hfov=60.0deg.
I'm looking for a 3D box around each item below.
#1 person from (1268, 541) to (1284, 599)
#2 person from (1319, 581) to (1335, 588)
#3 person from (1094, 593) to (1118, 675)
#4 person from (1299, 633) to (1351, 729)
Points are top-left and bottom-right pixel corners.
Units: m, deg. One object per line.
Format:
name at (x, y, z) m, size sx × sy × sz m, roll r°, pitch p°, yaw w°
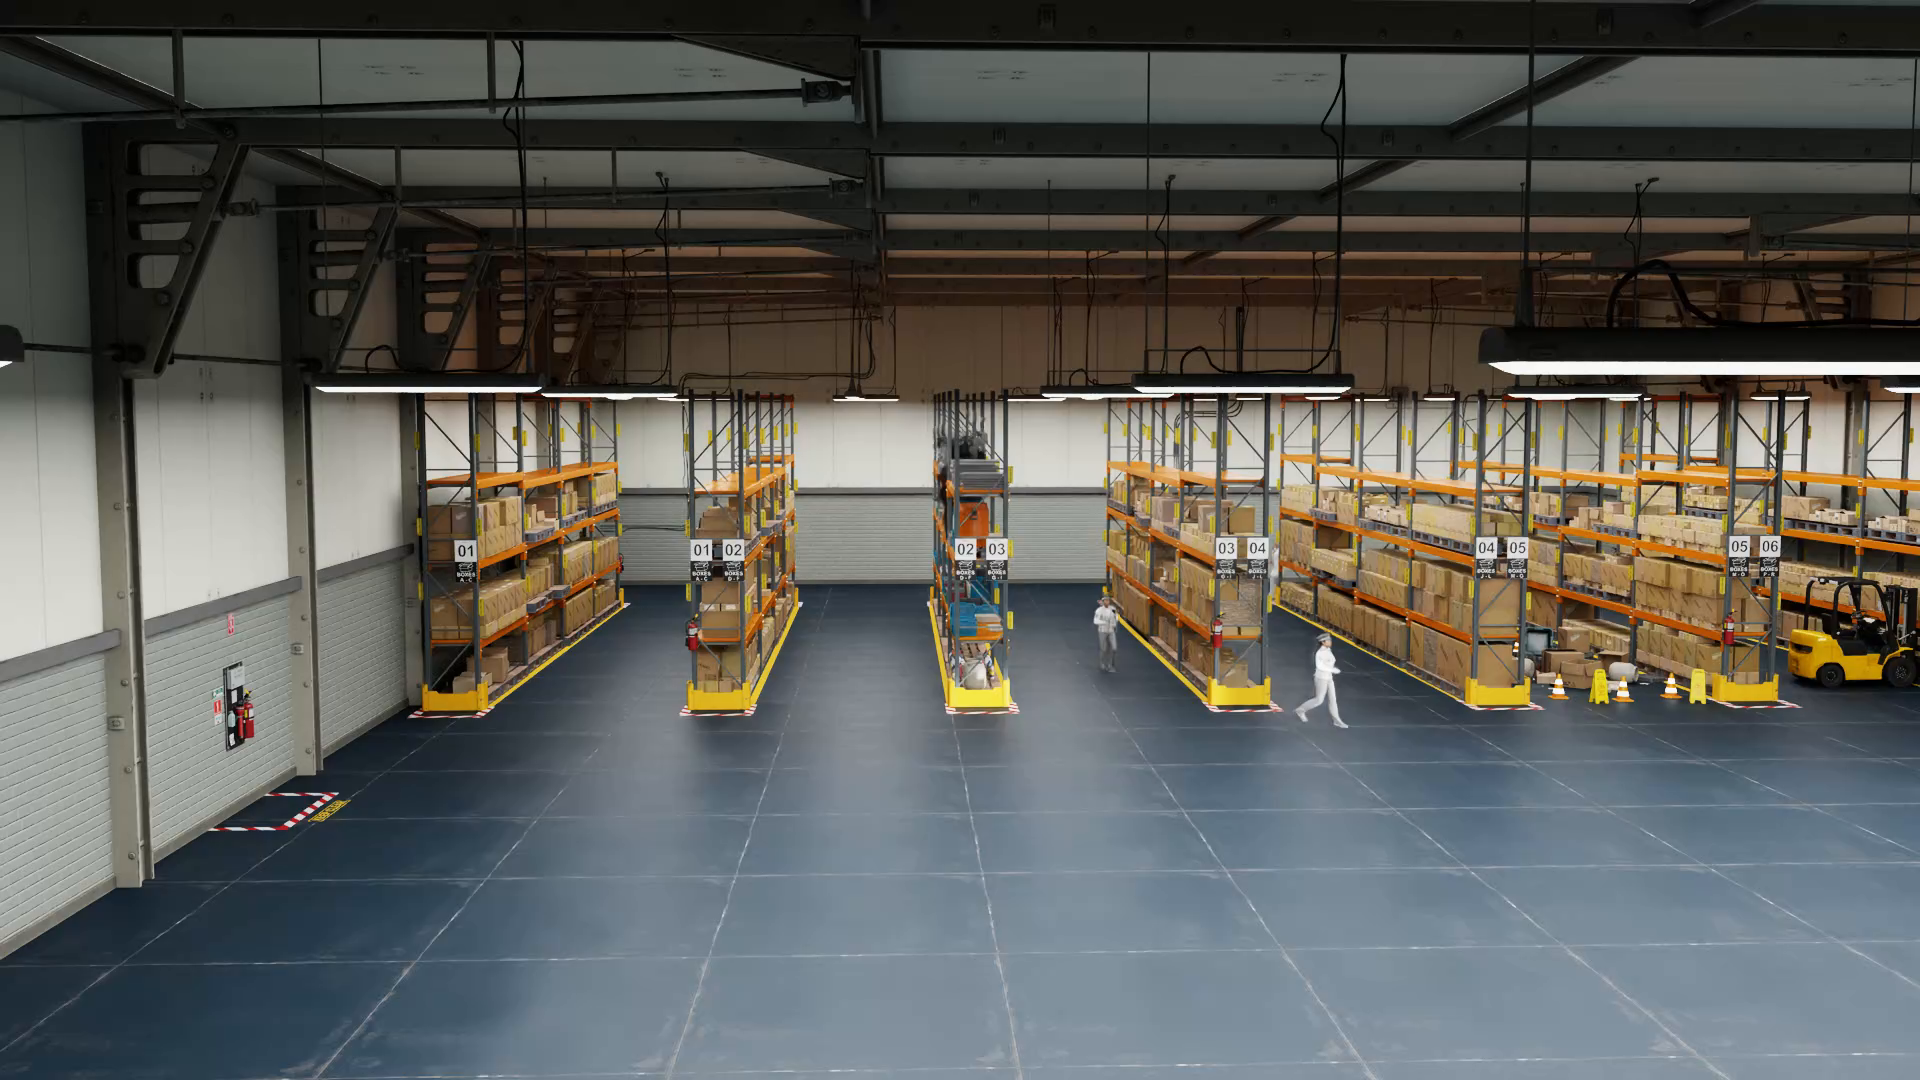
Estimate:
person at (9.379, 0.888, 48.911) m, size 0.796 × 1.771 × 0.765 m, roll -1°, pitch 5°, yaw -18°
person at (10.669, 0.897, 48.602) m, size 0.714 × 1.724 × 0.889 m, roll -3°, pitch 6°, yaw -36°
person at (3.138, 2.001, 35.415) m, size 0.594 × 1.748 × 0.753 m, roll -1°, pitch 5°, yaw -11°
person at (6.458, 2.477, 29.379) m, size 0.920 × 1.690 × 0.632 m, roll 3°, pitch 5°, yaw 29°
